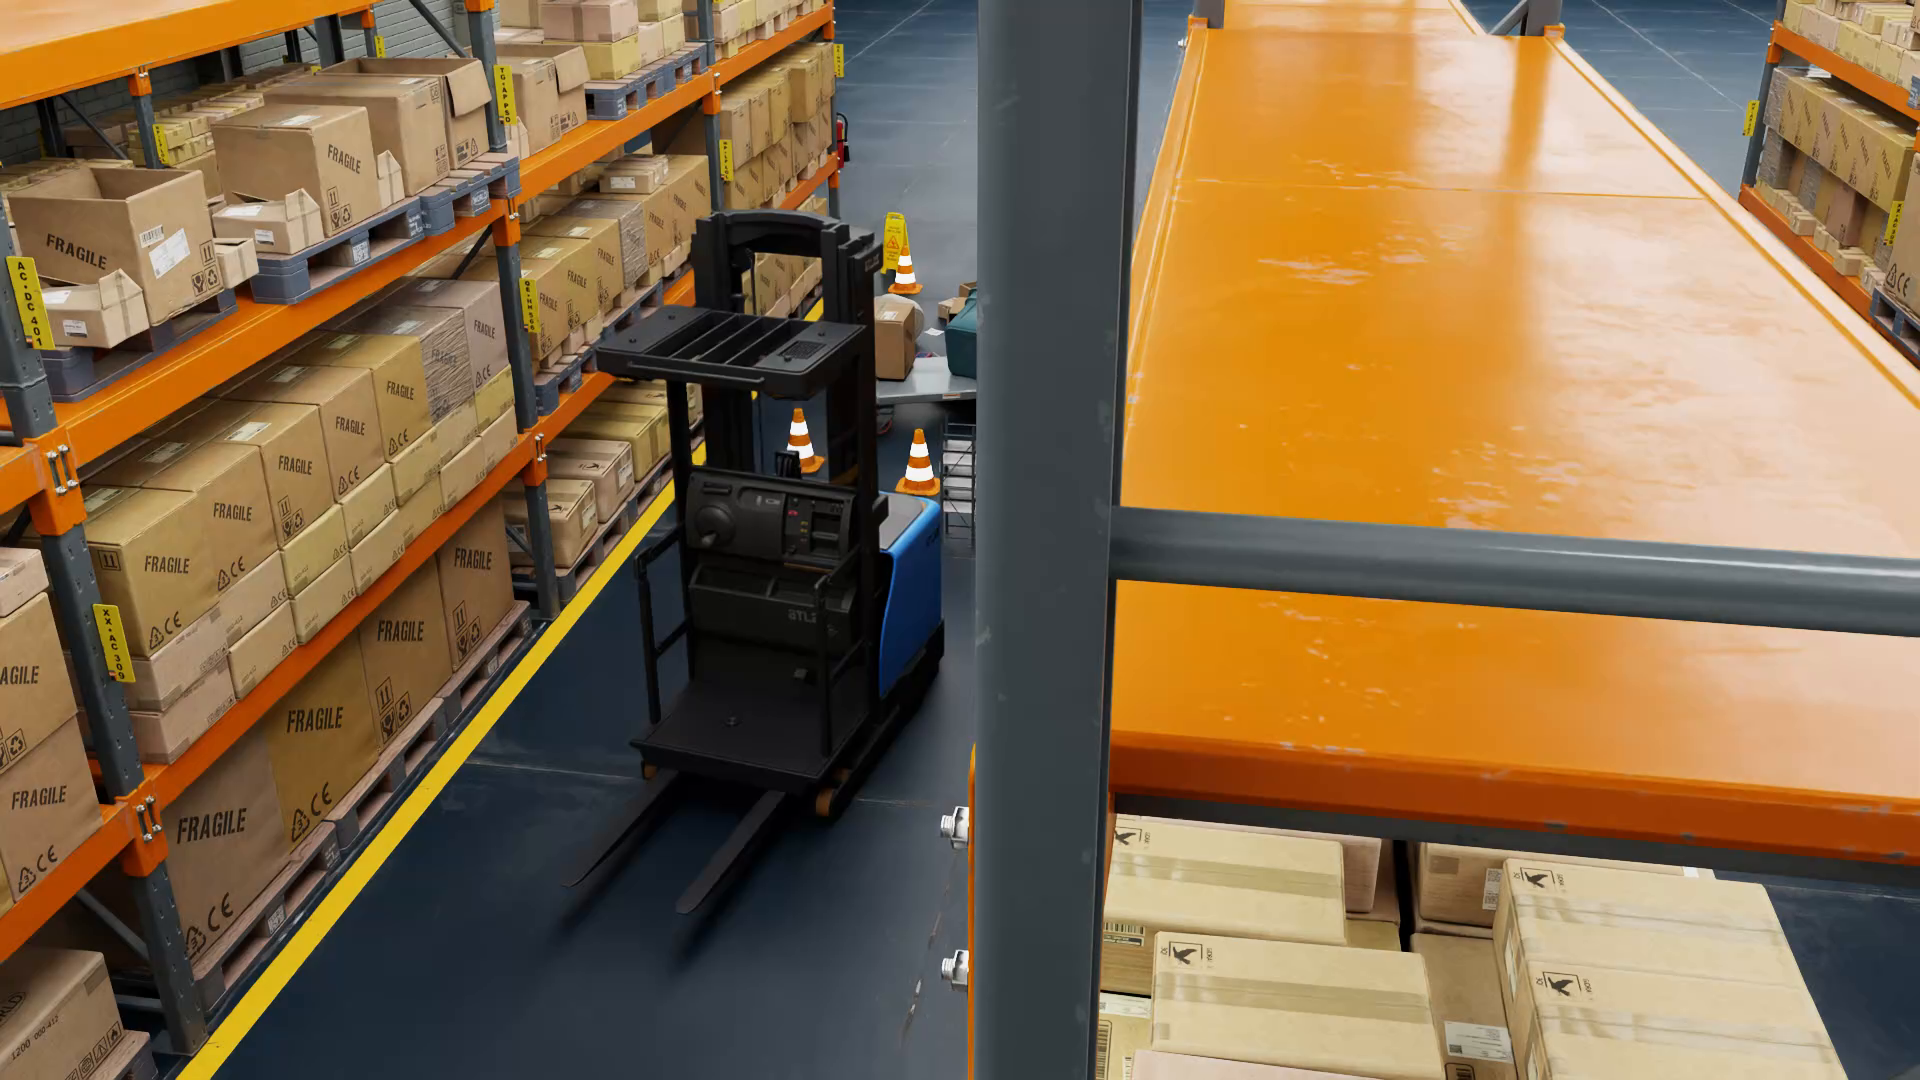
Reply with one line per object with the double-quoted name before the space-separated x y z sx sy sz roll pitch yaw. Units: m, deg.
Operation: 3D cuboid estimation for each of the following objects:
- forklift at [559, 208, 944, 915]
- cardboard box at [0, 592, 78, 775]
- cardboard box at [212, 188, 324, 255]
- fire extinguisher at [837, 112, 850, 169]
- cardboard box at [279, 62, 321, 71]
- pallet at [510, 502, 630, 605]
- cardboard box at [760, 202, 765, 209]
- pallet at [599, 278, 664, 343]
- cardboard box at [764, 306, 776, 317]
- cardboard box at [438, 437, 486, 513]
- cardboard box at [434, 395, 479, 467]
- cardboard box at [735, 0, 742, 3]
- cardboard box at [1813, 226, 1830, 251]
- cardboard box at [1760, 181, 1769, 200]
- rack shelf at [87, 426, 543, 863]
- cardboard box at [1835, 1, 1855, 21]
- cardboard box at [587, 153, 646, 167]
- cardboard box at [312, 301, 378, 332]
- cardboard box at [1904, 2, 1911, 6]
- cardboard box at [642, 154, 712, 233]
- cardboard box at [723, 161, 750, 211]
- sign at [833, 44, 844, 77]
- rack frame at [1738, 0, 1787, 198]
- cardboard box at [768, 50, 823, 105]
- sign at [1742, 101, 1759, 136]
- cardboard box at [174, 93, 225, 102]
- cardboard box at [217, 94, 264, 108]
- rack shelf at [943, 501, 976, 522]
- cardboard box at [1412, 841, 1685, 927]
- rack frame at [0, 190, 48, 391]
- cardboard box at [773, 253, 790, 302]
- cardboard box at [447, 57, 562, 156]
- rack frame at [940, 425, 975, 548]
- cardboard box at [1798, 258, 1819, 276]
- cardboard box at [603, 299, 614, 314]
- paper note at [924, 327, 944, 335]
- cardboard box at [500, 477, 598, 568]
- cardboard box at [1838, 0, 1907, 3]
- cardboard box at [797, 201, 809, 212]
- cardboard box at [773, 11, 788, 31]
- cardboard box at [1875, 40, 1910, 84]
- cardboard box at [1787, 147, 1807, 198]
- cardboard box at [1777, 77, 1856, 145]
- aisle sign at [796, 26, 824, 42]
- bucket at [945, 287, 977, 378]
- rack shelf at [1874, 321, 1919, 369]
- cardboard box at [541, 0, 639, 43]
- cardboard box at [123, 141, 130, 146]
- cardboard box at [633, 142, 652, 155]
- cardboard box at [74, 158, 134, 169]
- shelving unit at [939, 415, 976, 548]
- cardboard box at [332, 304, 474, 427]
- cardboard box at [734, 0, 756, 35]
"forklift" -1.062 -0.072 8.446 1.130 2.935 3.031 8 26 17
"cardboard box" -3.538 0.499 5.848 0.500 0.500 0.500 4 25 8
"cardboard box" -3.090 -1.447 7.428 0.396 0.266 0.258 6 26 13
"fire extinguisher" -1.299 -4.219 17.317 0.296 0.674 0.183 4 25 9
"cardboard box" -6.936 -4.929 17.507 0.380 0.149 0.250 4 25 8
"pallet" -2.951 0.044 11.407 1.003 0.211 1.213 4 25 9
"cardboard box" -1.967 -2.998 14.913 0.380 0.149 0.250 4 25 8
"pallet" -2.797 -1.636 11.934 1.003 0.211 1.213 4 25 9
"cardboard box" -1.987 -1.962 15.152 0.500 0.250 0.500 5 26 11
"cardboard box" -2.974 -0.380 9.201 0.500 0.250 0.500 4 25 9
"cardboard box" -2.989 -0.616 9.115 0.500 0.250 0.500 3 25 7
"cardboard box" -1.987 -4.501 13.645 0.380 0.149 0.250 3 25 7
"cardboard box" 7.355 -2.501 13.852 0.380 0.149 0.250 4 25 9
"cardboard box" 7.663 -3.232 15.413 0.380 0.149 0.250 4 25 9
"rack shelf" -3.407 0.270 8.484 1.077 0.370 4.000 4 25 9
"cardboard box" 7.485 -4.382 13.742 0.380 0.149 0.250 3 25 6
"cardboard box" -2.786 -2.759 13.142 0.500 0.500 0.500 5 25 10
"cardboard box" -3.473 -0.993 9.036 0.500 0.500 0.500 4 25 9
"cardboard box" 7.991 -4.461 13.910 0.380 0.149 0.250 4 25 9
"cardboard box" -2.275 -2.726 13.072 0.500 0.500 0.500 4 25 8
"cardboard box" -2.079 -2.910 13.960 0.500 0.500 0.500 4 25 8
"sign" -1.228 -4.859 16.854 0.100 0.325 0.005 4 25 9
"rack frame" 8.004 -3.552 15.799 1.000 3.000 0.127 4 25 9
"cardboard box" -1.731 -4.431 16.030 0.700 0.500 0.500 4 25 9
"sign" 7.469 -3.981 15.696 0.100 0.325 0.005 4 25 9
"cardboard box" -7.256 -4.173 15.893 0.380 0.149 0.250 5 25 10
"cardboard box" -6.823 -4.144 15.831 0.380 0.149 0.250 4 25 9
"rack shelf" -0.001 -0.211 11.642 0.258 0.077 0.200 4 25 9
"cardboard box" 0.944 0.506 2.708 0.380 0.149 0.250 5 25 10
"rack frame" -3.734 -1.936 5.272 1.000 3.000 0.127 4 25 9
"cardboard box" -1.901 -2.519 15.457 0.500 0.500 0.500 5 26 11
"cardboard box" -2.915 -2.692 10.306 0.700 0.500 0.500 4 25 9
"rack frame" -0.018 -0.362 11.461 0.240 0.900 0.006 4 25 9
"cardboard box" 7.886 -2.350 15.685 0.500 0.500 0.500 9 27 18
"cardboard box" -2.638 -1.660 11.558 0.380 0.149 0.250 5 26 11
"paper note" -0.250 -2.010 16.022 0.148 0.019 0.142 13 28 26
"cardboard box" -2.978 -0.128 11.089 0.950 0.372 0.625 2 25 5
"cardboard box" 7.495 -4.714 13.687 0.500 0.500 0.500 4 25 8
"cardboard box" -1.684 -3.200 16.147 0.380 0.149 0.250 4 25 9
"cardboard box" -1.762 -4.669 14.944 0.380 0.149 0.250 4 25 8
"cardboard box" 7.263 -3.596 12.532 0.500 0.250 0.500 5 25 10
"cardboard box" 7.924 -3.286 14.763 0.875 0.500 0.500 4 25 9
"cardboard box" 7.557 -3.765 14.606 0.500 0.500 0.500 4 25 9
"aisle sign" -1.476 -5.421 16.727 0.394 0.787 0.004 4 25 9
"bucket" 0.222 -1.687 13.884 0.726 0.611 0.620 13 38 26
"rack shelf" 7.024 -0.716 10.591 1.077 0.370 4.000 4 25 9
"cardboard box" -2.540 -3.593 11.441 0.500 0.250 0.500 4 25 9
"cardboard box" -7.518 -3.506 14.819 0.380 0.149 0.250 3 25 7
"cardboard box" -2.522 -3.164 14.503 0.500 0.500 0.500 5 26 10
"cardboard box" -7.160 -3.088 13.927 0.380 0.149 0.250 5 26 10
"shelving unit" -0.001 -0.404 11.552 0.258 0.900 0.210 4 25 9
"cardboard box" -2.982 -0.941 8.925 0.500 0.500 0.500 4 25 9
"cardboard box" -2.009 -4.372 13.840 0.500 0.250 0.500 4 25 8
